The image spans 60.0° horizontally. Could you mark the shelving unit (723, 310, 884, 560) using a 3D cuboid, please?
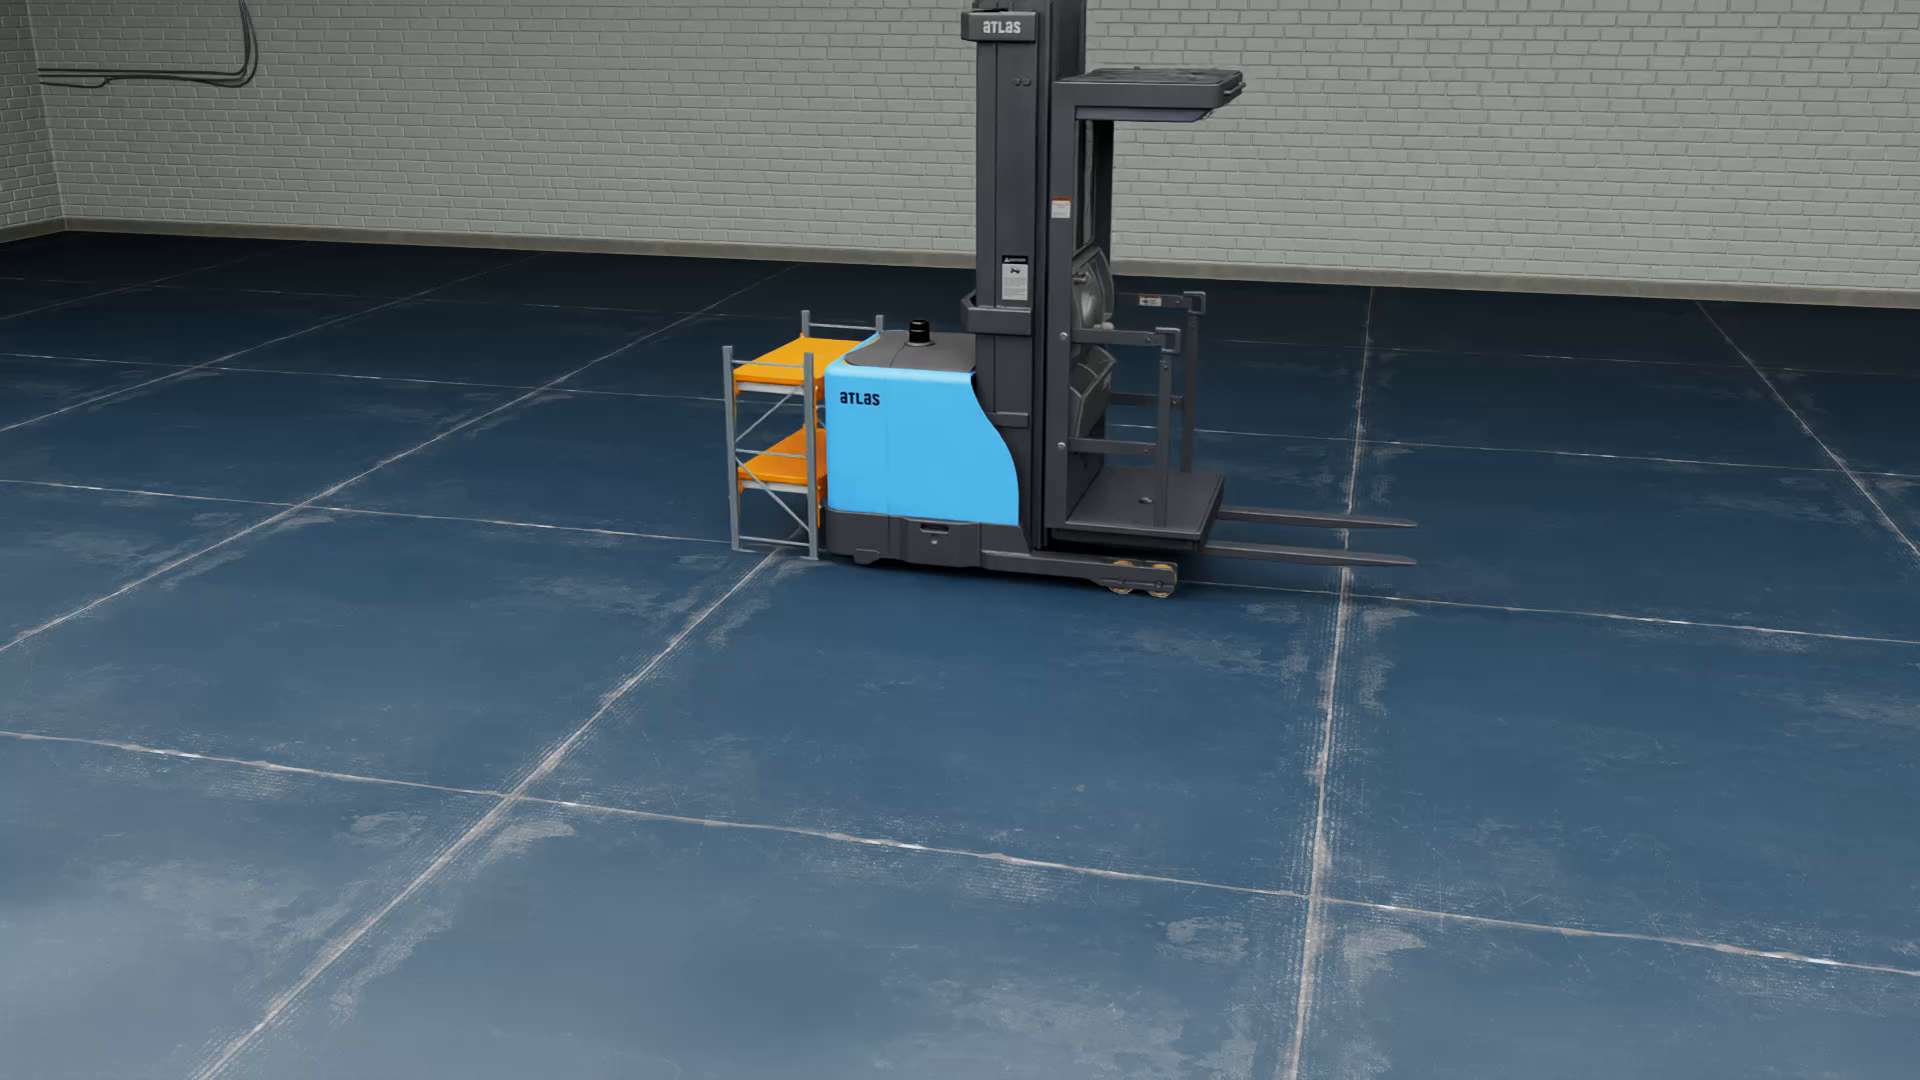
[{"bbox_3d":[-0.833,-0.609,9.230,0.538,1.125,1.048,6,20,17],"label":"shelving unit"}]

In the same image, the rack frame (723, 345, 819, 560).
[{"bbox_3d":[-0.994,-0.453,8.774,0.500,1.125,0.032,6,20,17],"label":"rack frame"}]

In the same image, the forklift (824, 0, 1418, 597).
[{"bbox_3d":[0.864,-1.289,8.428,3.031,2.935,1.130,5,19,14],"label":"forklift"}]

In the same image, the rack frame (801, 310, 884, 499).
[{"bbox_3d":[-0.672,-0.765,9.687,0.500,1.125,0.032,6,20,17],"label":"rack frame"}]

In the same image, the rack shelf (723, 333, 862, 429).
[{"bbox_3d":[-0.833,-0.886,9.136,0.538,0.278,1.000,6,20,17],"label":"rack shelf"}]

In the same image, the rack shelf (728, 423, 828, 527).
[{"bbox_3d":[-0.833,-0.378,9.309,0.538,0.278,1.000,6,20,17],"label":"rack shelf"}]

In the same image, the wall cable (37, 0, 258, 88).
[{"bbox_3d":[-9.457,-6.426,18.883,3.097,2.526,0.112,5,19,13],"label":"wall cable"}]
